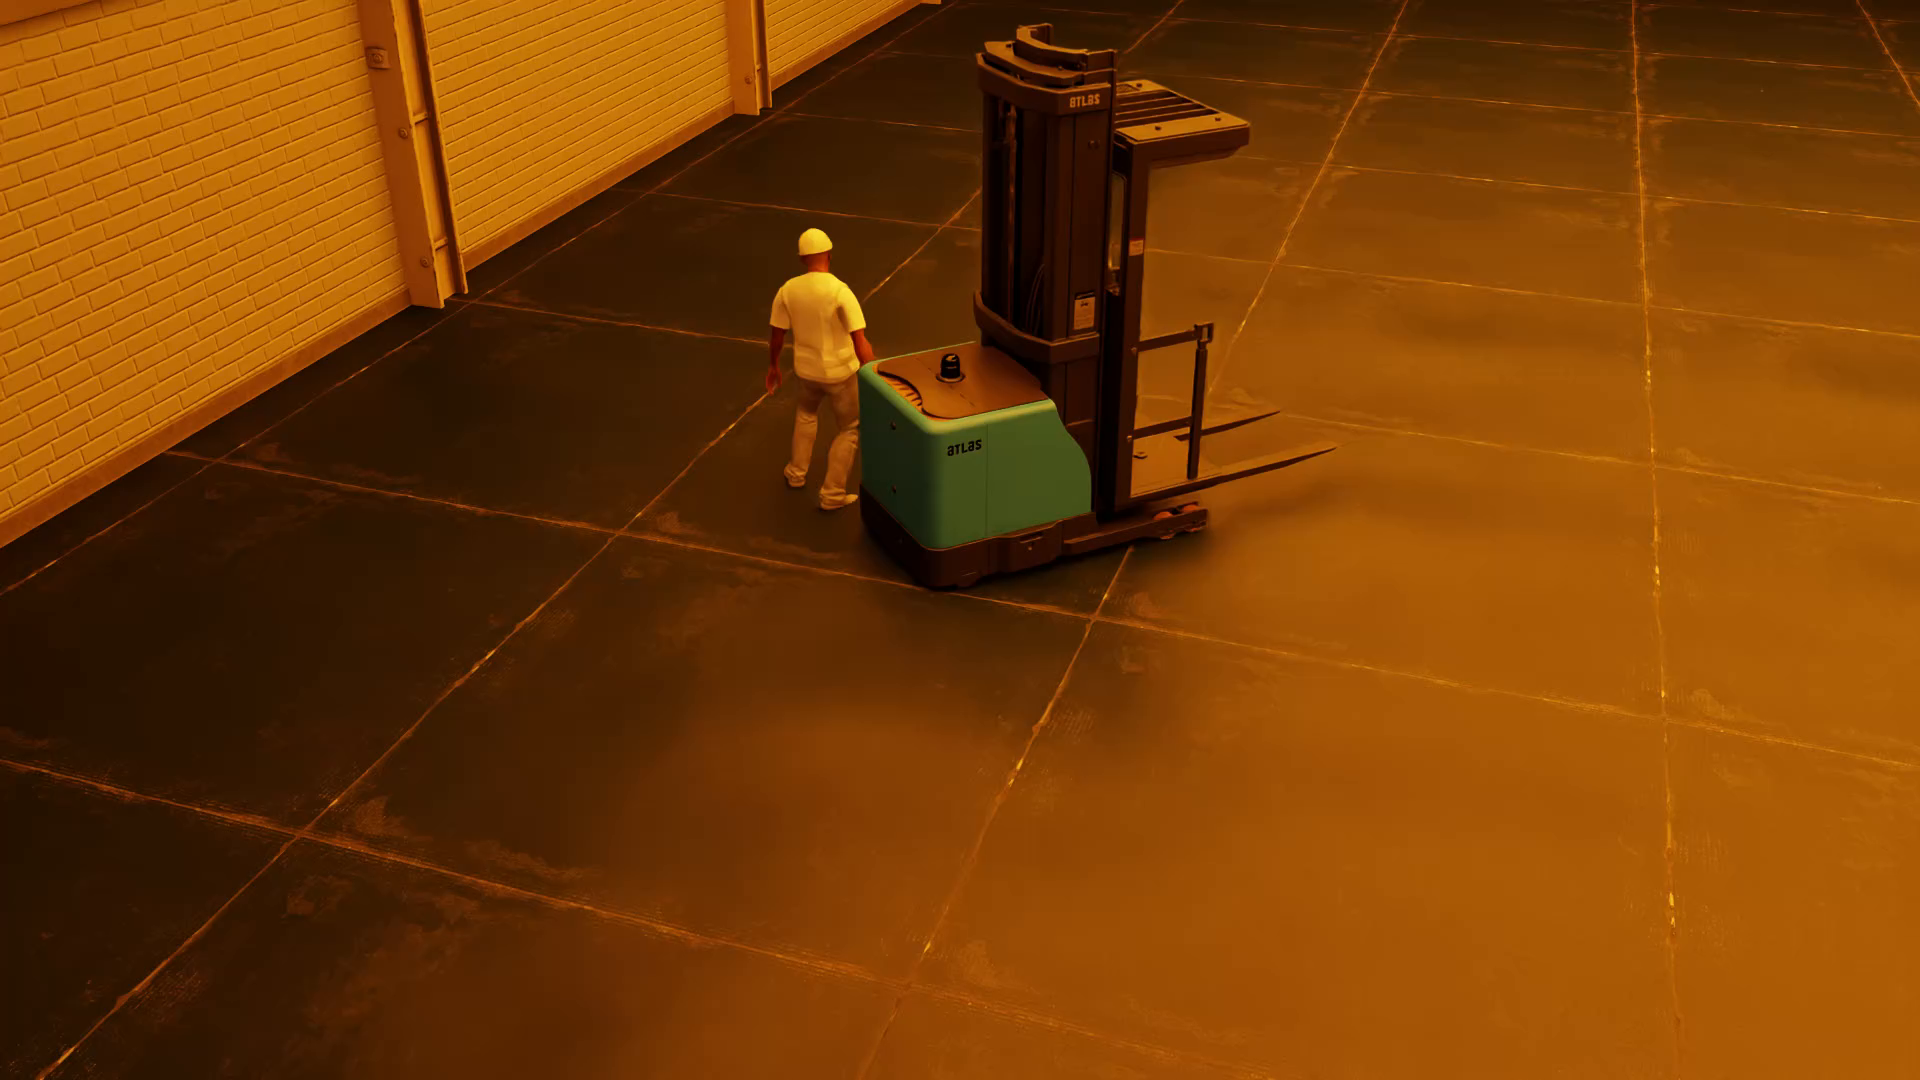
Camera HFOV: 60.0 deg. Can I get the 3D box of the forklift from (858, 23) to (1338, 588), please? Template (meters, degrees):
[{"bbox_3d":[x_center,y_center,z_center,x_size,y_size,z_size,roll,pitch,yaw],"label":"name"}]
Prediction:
[{"bbox_3d":[0.940,-1.496,9.760,3.031,2.935,1.130,-14,33,-23],"label":"forklift"}]

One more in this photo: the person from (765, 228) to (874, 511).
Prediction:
[{"bbox_3d":[-0.813,-1.031,10.230,0.879,1.740,0.487,18,34,29],"label":"person"}]
